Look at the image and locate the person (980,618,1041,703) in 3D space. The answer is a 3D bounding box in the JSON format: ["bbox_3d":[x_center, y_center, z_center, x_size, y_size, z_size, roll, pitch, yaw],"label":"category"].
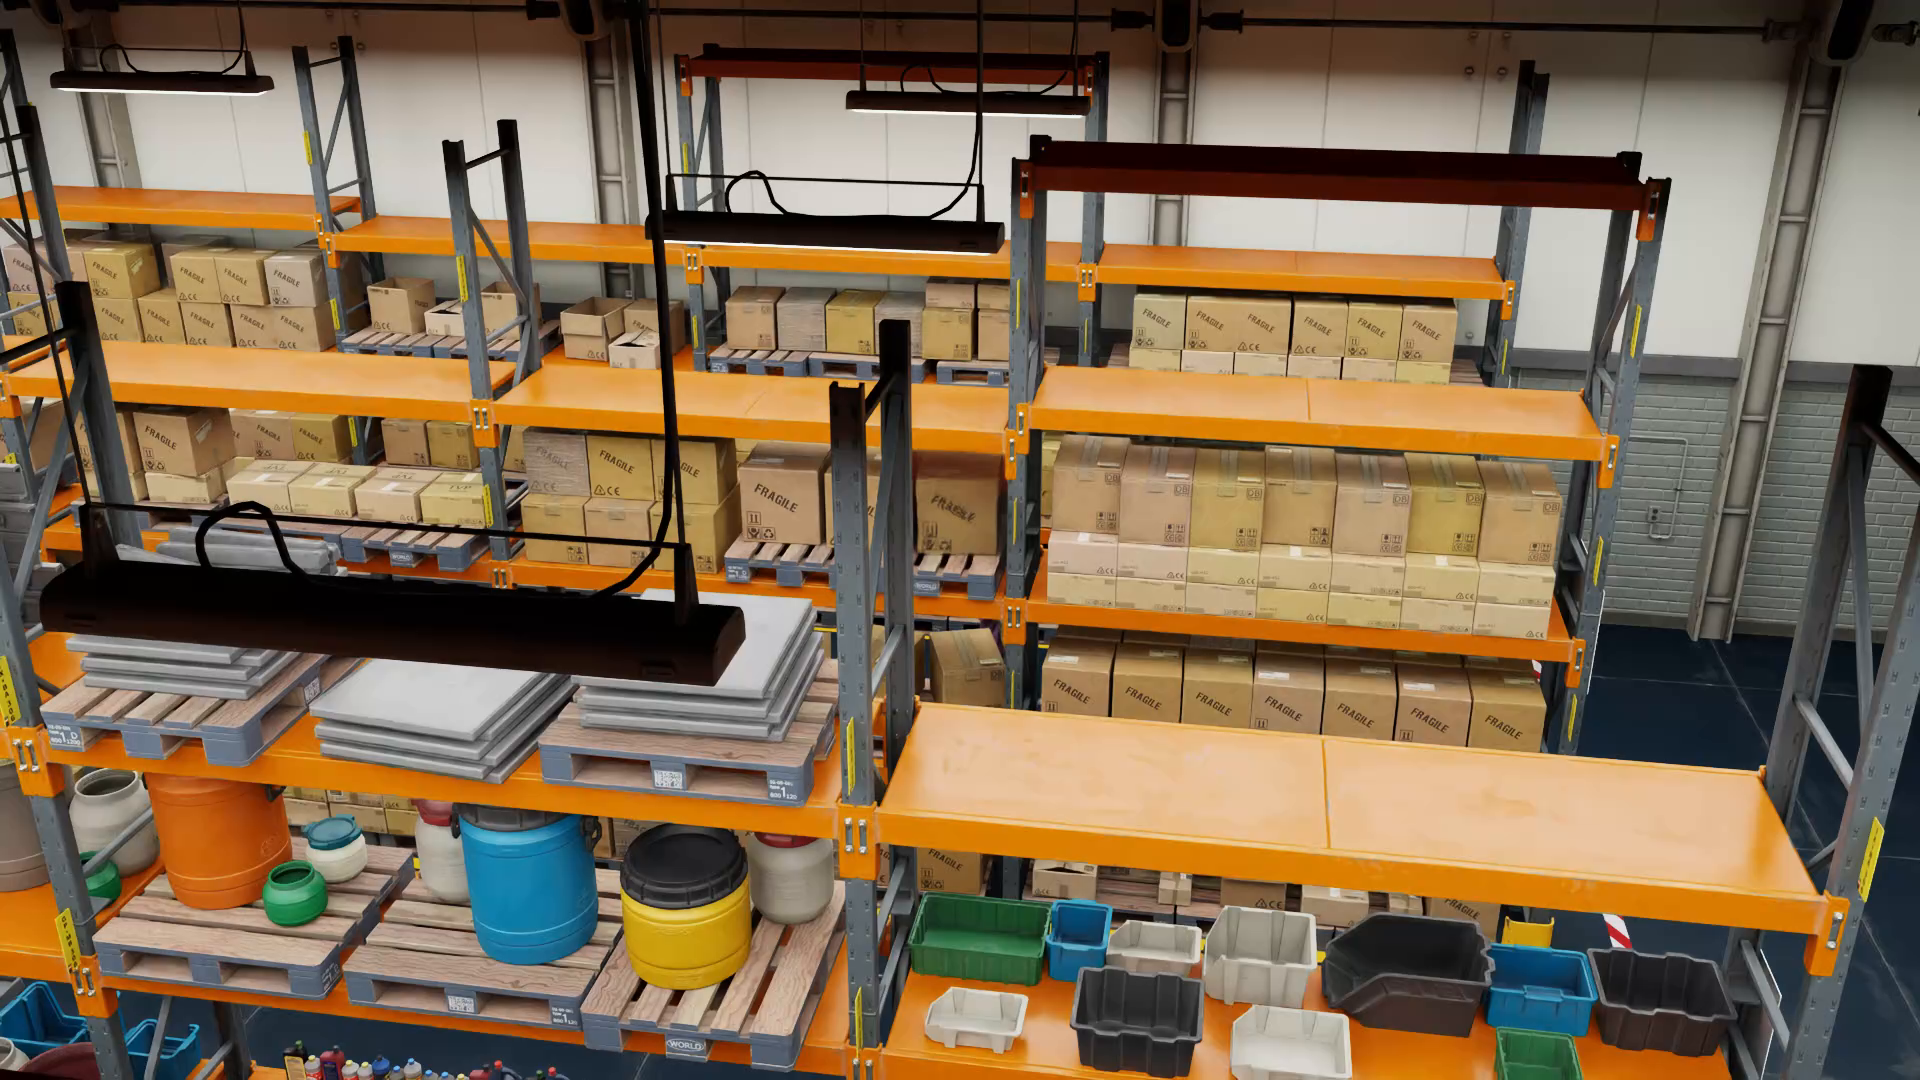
[{"bbox_3d":[0.343,1.003,15.959,0.919,1.545,0.435,1,23,2],"label":"person"}]
